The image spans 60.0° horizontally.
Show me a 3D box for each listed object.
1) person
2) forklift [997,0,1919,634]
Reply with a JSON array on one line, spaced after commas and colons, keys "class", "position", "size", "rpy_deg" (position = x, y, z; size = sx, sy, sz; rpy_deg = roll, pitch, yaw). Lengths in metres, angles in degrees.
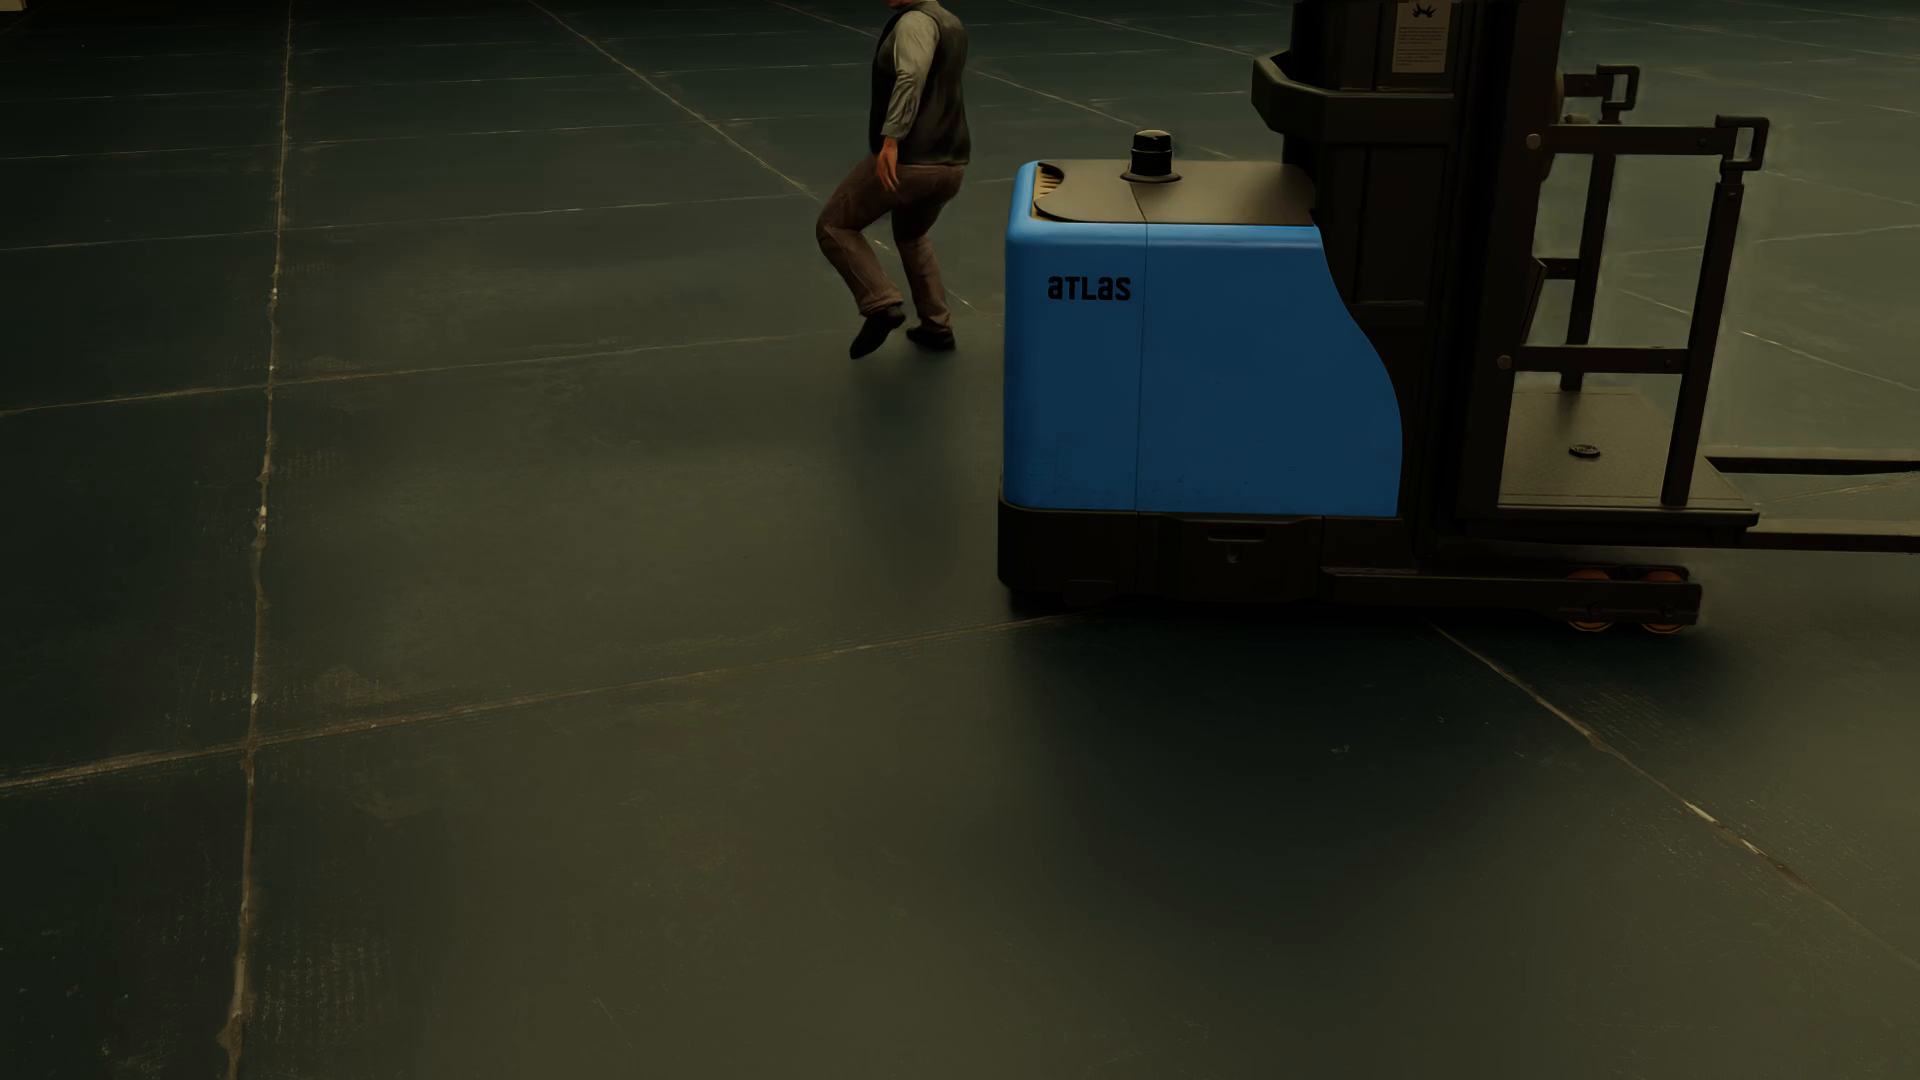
[{"class": "person", "position": [-0.232, -1.529, 6.652], "size": [0.604, 1.623, 0.802], "rpy_deg": [16, 28, 34]}, {"class": "forklift", "position": [1.644, -1.311, 4.416], "size": [3.031, 2.935, 1.130], "rpy_deg": [1, 23, 3]}]
